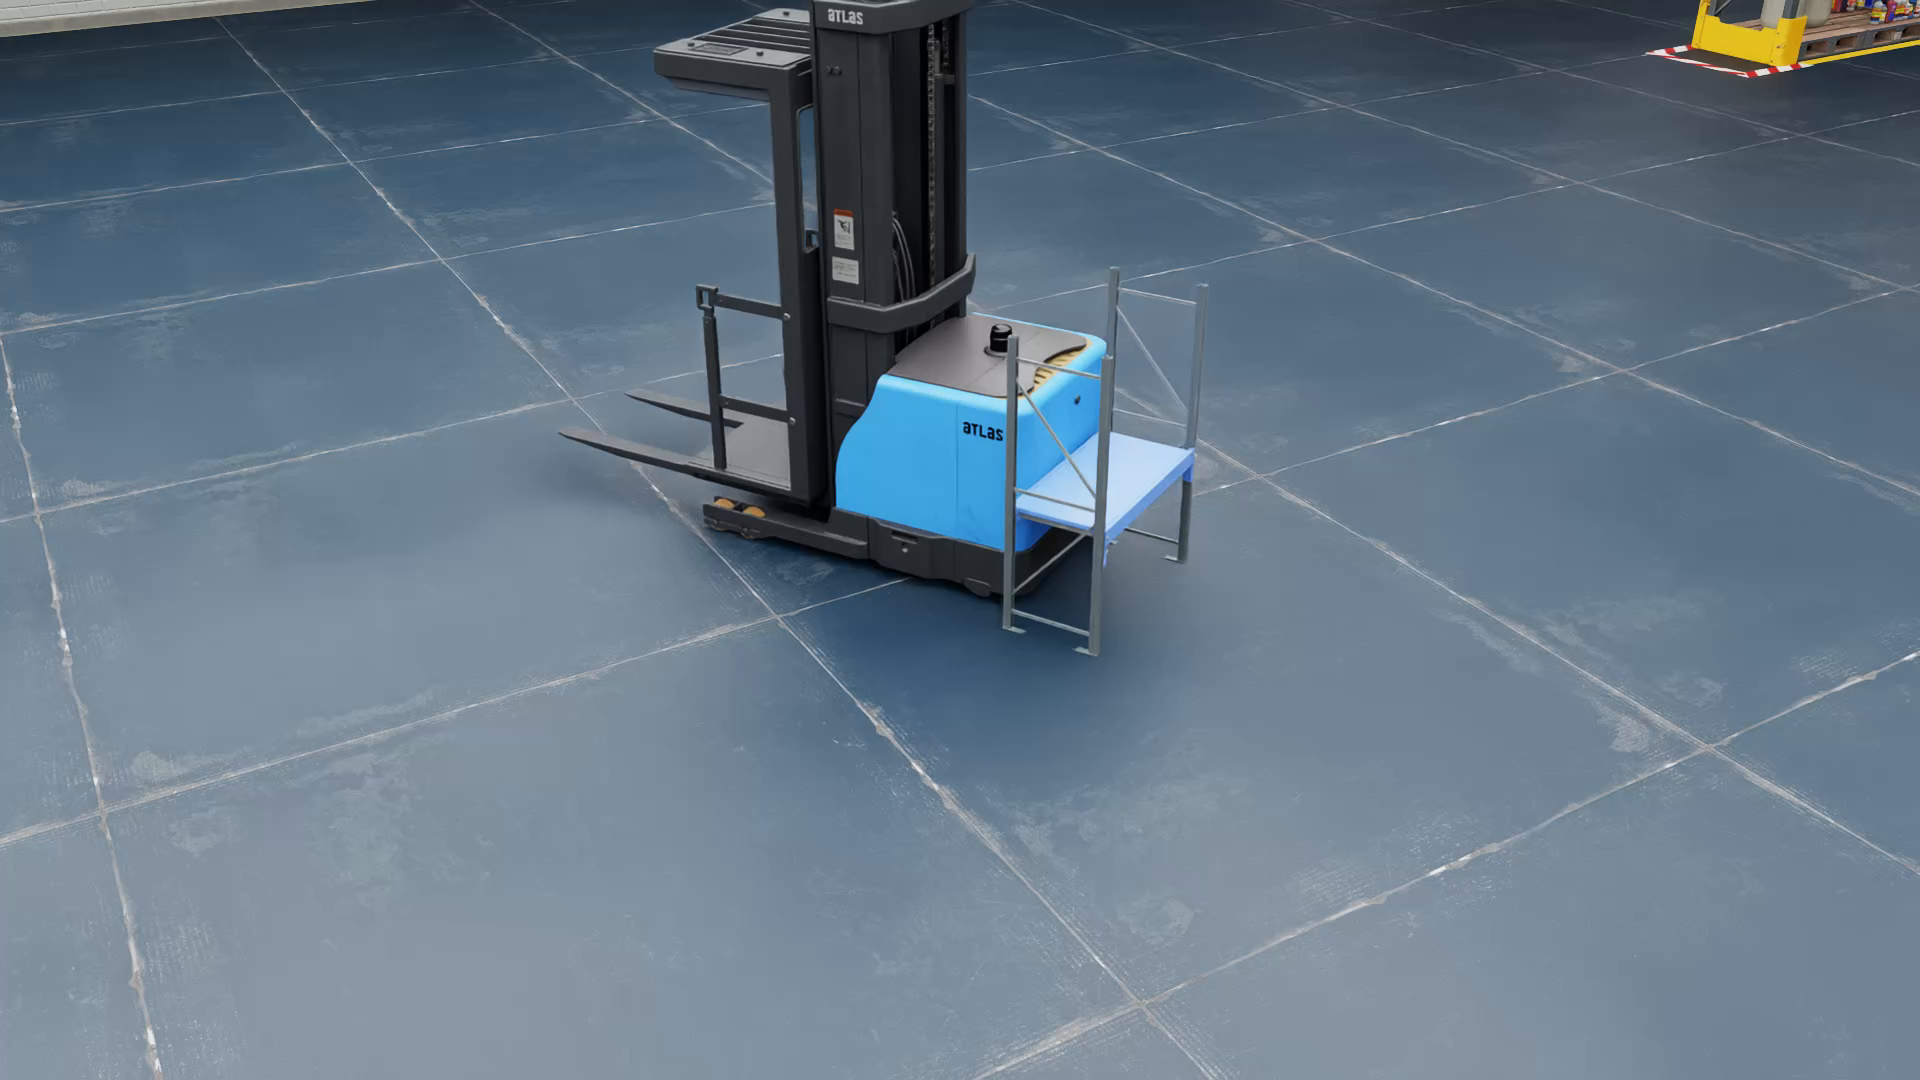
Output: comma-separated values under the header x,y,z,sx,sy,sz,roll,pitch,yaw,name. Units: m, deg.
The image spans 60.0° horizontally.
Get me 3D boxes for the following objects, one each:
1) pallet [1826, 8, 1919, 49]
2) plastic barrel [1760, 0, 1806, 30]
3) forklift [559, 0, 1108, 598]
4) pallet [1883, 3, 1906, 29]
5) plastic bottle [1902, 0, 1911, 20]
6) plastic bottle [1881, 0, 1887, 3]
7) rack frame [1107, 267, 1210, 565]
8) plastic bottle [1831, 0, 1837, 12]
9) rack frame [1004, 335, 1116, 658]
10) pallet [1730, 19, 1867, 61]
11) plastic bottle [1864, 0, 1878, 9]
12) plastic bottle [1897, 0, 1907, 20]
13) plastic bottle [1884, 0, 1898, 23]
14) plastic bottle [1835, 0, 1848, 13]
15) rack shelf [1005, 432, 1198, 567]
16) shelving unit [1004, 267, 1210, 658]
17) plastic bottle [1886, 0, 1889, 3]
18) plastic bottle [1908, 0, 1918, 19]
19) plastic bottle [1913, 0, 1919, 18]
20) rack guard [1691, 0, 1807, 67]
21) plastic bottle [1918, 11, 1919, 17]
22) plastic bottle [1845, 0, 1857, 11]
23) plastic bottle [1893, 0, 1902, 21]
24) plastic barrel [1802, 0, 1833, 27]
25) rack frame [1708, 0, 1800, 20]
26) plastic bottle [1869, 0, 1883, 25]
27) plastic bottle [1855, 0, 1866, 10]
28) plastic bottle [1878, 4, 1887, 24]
x,y,z,sx,sy,sz,roll,pitch,yaw,name
10.494,-6.005,19.413,1.213,0.211,1.003,-16,33,-26,pallet
9.227,-5.982,18.625,0.421,0.512,0.421,0,29,0,plastic barrel
-0.775,-1.494,8.424,3.031,2.935,1.130,15,32,24,forklift
11.547,-6.306,19.958,1.213,0.211,1.003,-16,33,-26,pallet
10.887,-6.109,19.155,0.097,0.201,0.097,0,29,0,plastic bottle
11.078,-6.636,19.956,0.185,0.351,0.144,-17,33,-28,plastic bottle
0.952,-0.597,8.279,0.500,1.500,0.032,16,33,26,rack frame
10.291,-6.377,19.565,0.135,0.276,0.152,-16,33,-26,plastic bottle
0.437,-0.174,7.512,0.500,1.500,0.032,16,33,26,rack frame
9.443,-5.709,18.876,1.213,0.211,1.003,-16,33,-26,pallet
10.808,-6.443,19.684,0.135,0.276,0.152,-16,33,-26,plastic bottle
10.801,-6.115,19.095,0.097,0.271,0.097,0,29,0,plastic bottle
10.624,-6.060,18.982,0.133,0.283,0.061,-15,32,-26,plastic bottle
10.345,-6.336,19.483,0.133,0.283,0.061,-16,33,-26,plastic bottle
0.694,-0.228,7.982,0.538,0.185,1.000,16,33,26,rack shelf
0.694,-0.385,7.895,0.538,1.500,1.048,16,33,26,shelving unit
11.177,-6.561,19.903,0.097,0.271,0.097,0,29,0,plastic bottle
10.976,-6.165,19.184,0.097,0.271,0.097,0,29,0,plastic bottle
11.064,-6.159,19.247,0.097,0.201,0.097,0,29,0,plastic bottle
8.740,-5.638,18.449,0.348,0.500,1.175,-16,33,-26,rack guard
11.152,-6.232,19.302,0.135,0.276,0.152,-15,32,-25,plastic bottle
10.490,-6.331,19.558,0.097,0.201,0.097,0,29,0,plastic bottle
10.715,-6.091,19.050,0.097,0.271,0.097,0,29,0,plastic bottle
9.659,-6.105,18.848,0.421,0.512,0.421,0,29,0,plastic barrel
8.698,-6.695,17.776,0.127,3.000,1.000,-16,33,-26,rack frame
10.419,-6.007,18.898,0.097,0.271,0.097,0,29,0,plastic bottle
10.650,-6.381,19.649,0.097,0.201,0.097,0,29,0,plastic bottle
10.509,-6.001,18.961,0.097,0.201,0.097,0,29,0,plastic bottle
